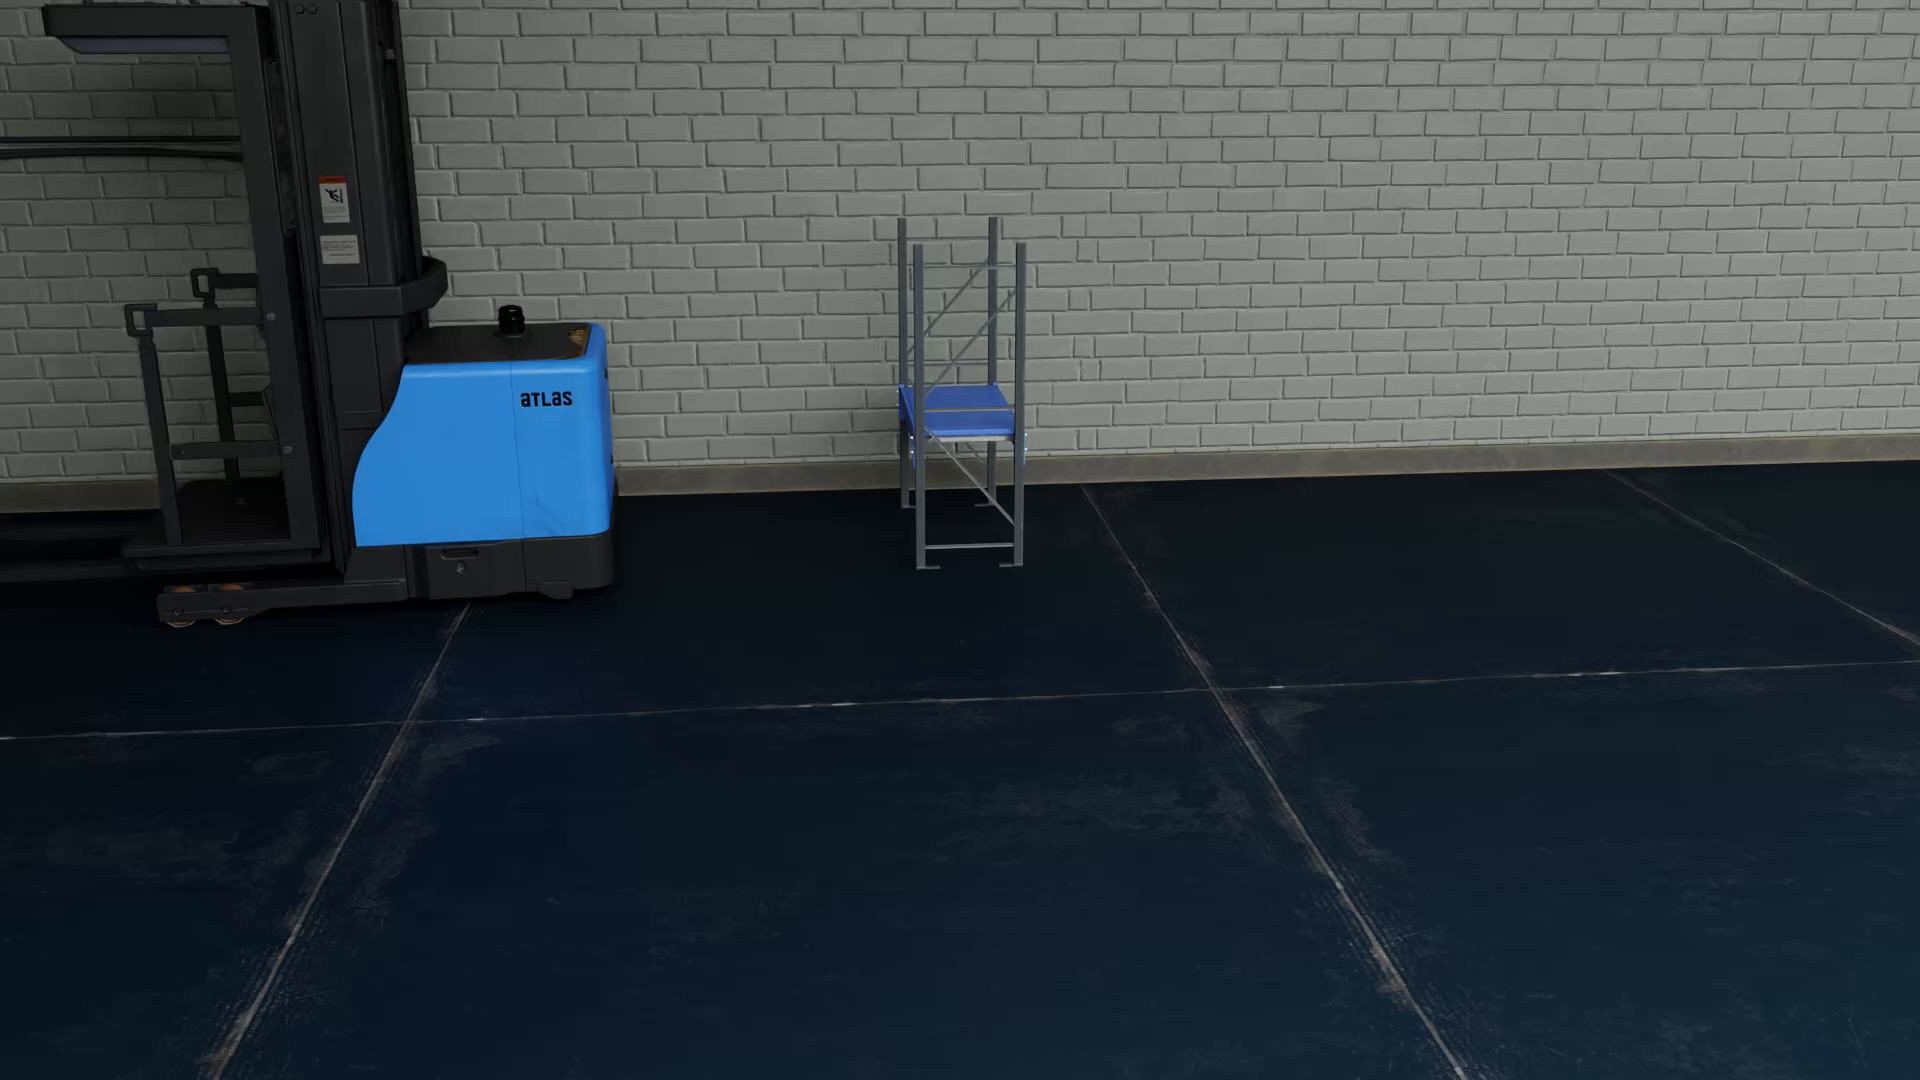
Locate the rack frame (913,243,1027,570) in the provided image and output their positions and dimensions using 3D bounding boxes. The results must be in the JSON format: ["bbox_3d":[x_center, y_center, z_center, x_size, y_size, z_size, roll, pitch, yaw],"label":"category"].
[{"bbox_3d":[0.044,-0.590,7.551,0.500,1.500,0.032,-2,18,-6],"label":"rack frame"}]

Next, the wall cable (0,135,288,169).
[{"bbox_3d":[-4.304,-2.963,7.776,3.097,2.526,0.112,-2,18,-6],"label":"wall cable"}]

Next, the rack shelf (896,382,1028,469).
[{"bbox_3d":[-0.009,-0.569,8.087,0.538,0.185,1.000,-2,18,-6],"label":"rack shelf"}]

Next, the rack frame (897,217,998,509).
[{"bbox_3d":[-0.061,-0.892,8.516,0.500,1.500,0.032,-2,18,-6],"label":"rack frame"}]

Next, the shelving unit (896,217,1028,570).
[{"bbox_3d":[-0.009,-0.741,8.033,0.538,1.500,1.048,-2,18,-6],"label":"shelving unit"}]

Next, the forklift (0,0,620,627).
[{"bbox_3d":[-3.090,-1.201,7.108,3.031,2.935,1.130,-3,18,-9],"label":"forklift"}]
